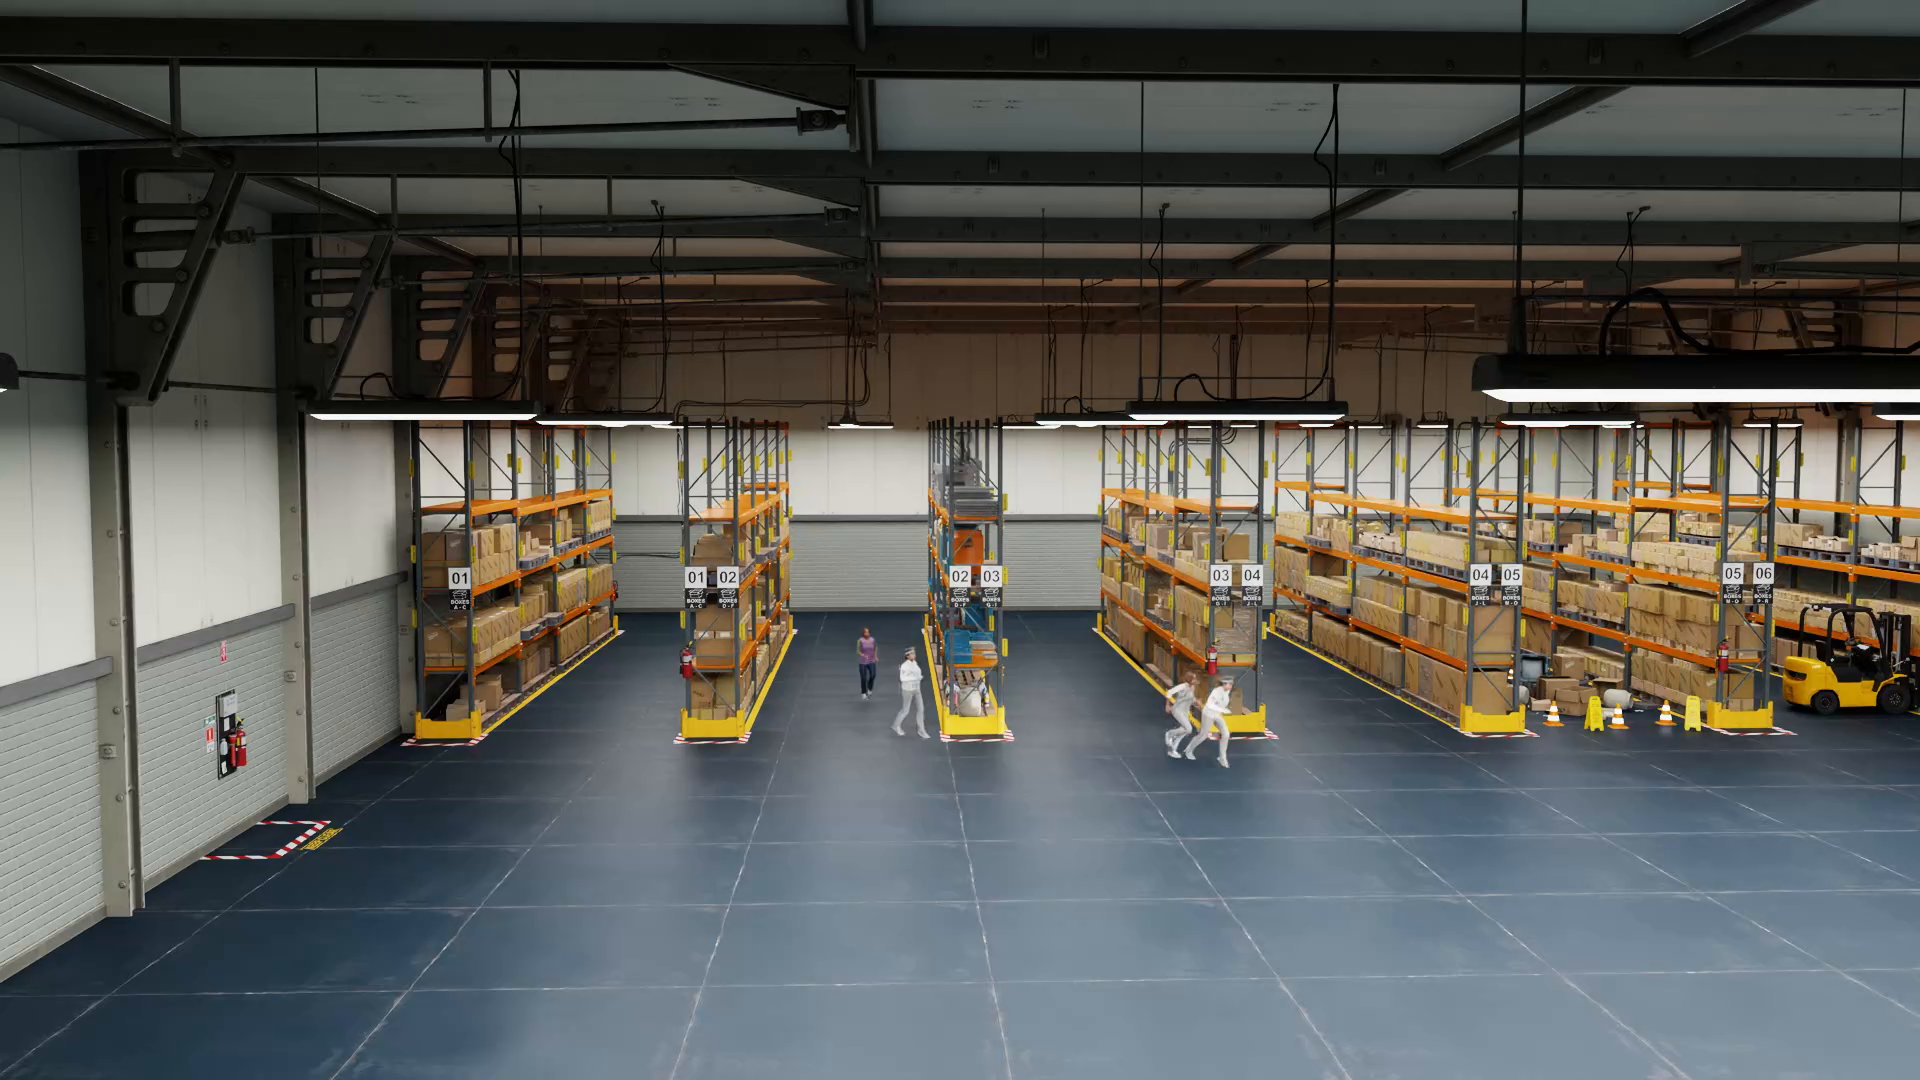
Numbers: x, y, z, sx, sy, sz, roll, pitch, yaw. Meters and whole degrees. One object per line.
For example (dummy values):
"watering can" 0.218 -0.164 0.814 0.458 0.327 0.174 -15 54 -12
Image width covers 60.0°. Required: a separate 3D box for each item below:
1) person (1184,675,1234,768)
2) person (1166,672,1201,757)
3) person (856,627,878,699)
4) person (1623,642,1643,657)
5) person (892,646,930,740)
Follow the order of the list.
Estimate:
"person" 4.288 3.096 28.565 0.960 1.624 0.658 3 5 40
"person" 3.931 3.066 29.191 0.650 1.527 0.525 2 4 32
"person" -1.966 2.623 35.336 0.507 1.552 0.701 -1 4 -15
"person" 16.411 2.263 40.441 0.672 1.738 0.813 -1 4 -10
"person" -0.925 2.838 30.995 0.820 1.733 0.604 3 5 40
